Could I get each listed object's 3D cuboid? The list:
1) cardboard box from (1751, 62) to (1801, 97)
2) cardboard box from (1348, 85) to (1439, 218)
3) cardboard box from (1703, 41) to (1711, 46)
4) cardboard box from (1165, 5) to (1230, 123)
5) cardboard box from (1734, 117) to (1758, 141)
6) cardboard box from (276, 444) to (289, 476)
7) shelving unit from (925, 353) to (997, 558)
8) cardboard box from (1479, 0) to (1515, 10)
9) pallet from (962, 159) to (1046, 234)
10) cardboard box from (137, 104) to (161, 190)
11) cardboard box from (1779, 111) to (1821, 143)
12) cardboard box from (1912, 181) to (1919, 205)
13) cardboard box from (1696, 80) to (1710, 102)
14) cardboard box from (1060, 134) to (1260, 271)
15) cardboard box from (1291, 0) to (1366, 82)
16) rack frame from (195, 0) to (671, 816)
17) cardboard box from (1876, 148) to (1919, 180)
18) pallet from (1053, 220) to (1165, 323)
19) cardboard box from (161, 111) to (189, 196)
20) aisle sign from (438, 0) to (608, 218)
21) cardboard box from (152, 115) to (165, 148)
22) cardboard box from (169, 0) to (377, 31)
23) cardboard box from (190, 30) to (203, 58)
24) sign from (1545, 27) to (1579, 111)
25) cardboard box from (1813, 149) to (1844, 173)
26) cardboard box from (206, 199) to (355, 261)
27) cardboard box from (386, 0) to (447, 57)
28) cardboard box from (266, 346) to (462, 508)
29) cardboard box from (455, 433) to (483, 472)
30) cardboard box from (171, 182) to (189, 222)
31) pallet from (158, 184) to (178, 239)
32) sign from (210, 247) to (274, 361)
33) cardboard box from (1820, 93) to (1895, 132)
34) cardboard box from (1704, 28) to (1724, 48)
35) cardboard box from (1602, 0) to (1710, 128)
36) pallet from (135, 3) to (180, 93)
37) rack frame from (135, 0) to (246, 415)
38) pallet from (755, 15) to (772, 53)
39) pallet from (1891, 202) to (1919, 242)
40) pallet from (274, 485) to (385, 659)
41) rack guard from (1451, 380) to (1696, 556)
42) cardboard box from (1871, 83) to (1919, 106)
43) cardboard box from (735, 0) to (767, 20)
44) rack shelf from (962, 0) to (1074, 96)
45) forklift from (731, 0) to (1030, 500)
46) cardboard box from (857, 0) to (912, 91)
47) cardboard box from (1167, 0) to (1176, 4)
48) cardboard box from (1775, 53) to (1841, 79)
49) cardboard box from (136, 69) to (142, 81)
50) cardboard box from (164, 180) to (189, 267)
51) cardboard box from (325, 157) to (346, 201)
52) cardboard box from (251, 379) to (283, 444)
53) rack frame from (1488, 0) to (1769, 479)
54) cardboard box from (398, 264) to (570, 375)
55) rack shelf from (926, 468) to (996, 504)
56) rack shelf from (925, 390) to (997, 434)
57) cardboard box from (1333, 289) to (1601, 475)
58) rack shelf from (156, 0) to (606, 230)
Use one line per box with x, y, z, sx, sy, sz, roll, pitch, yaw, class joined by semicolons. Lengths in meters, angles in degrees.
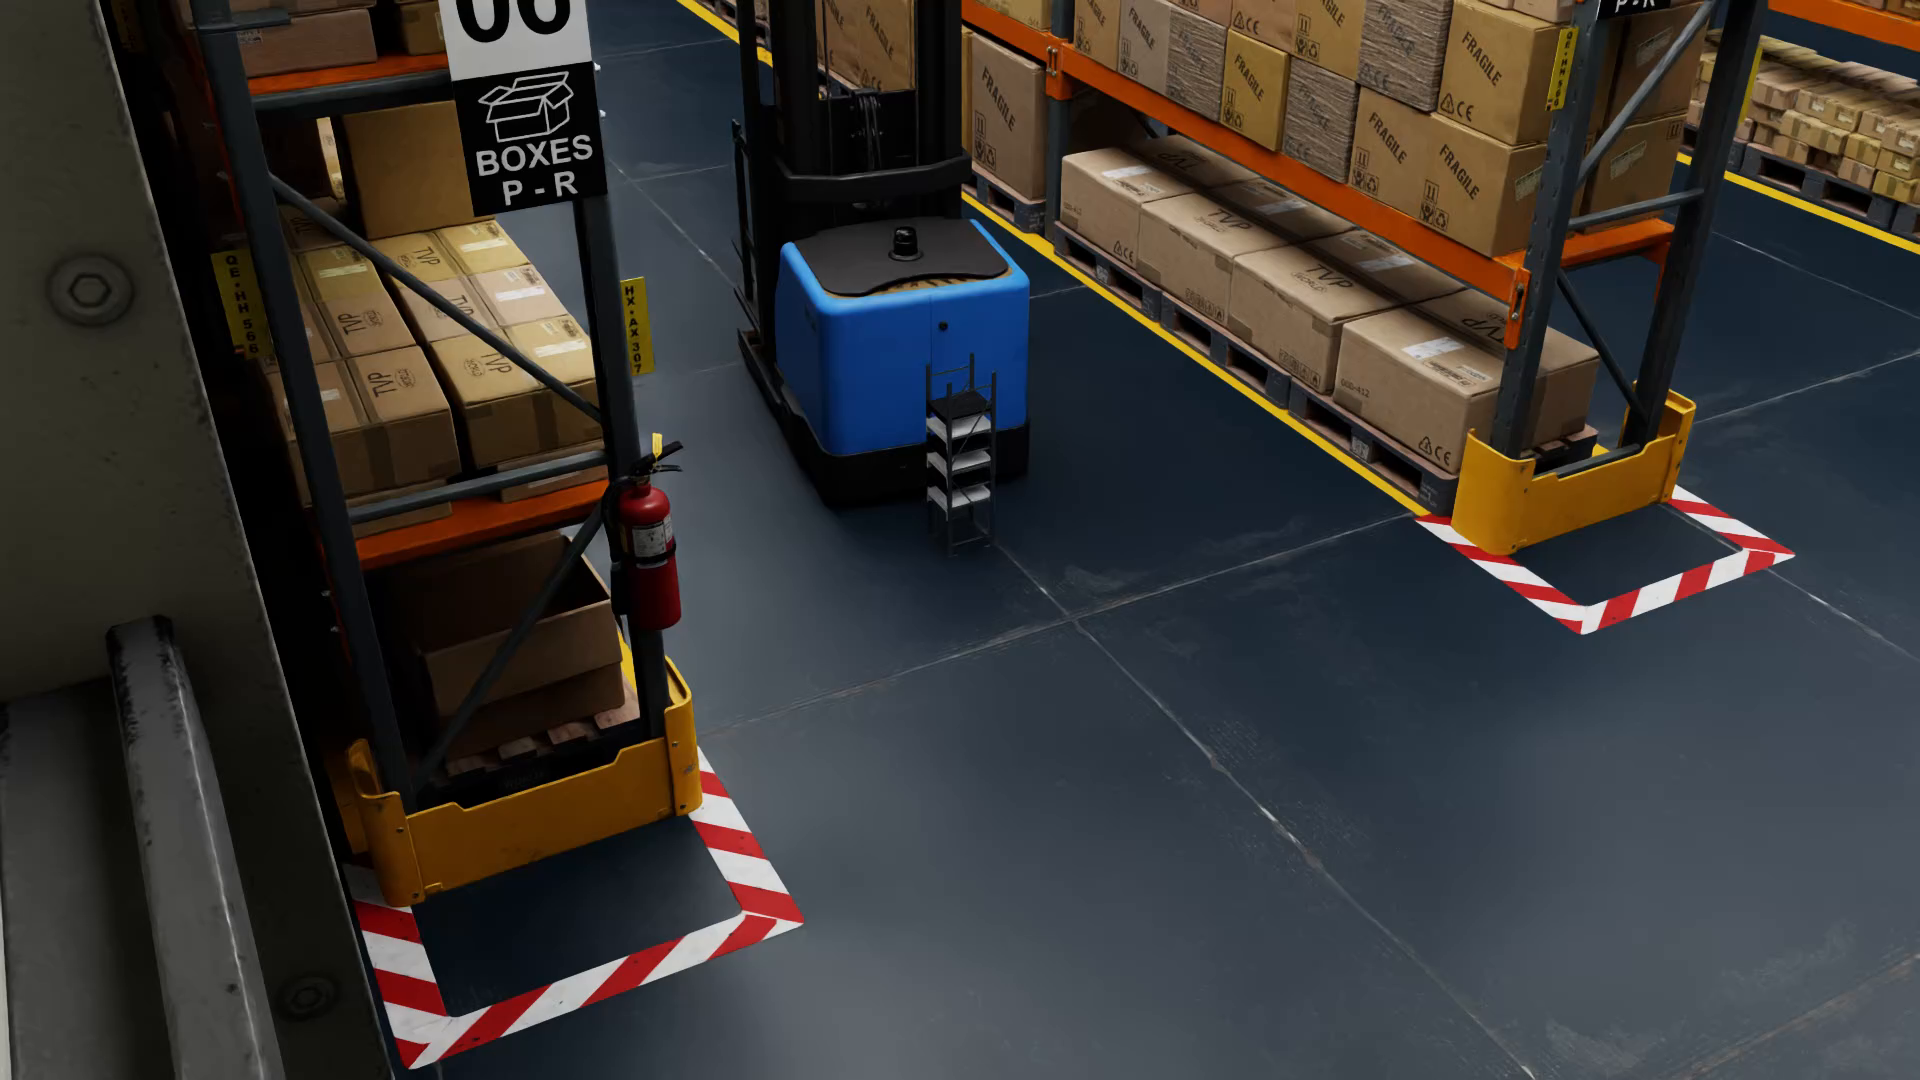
5.709;-3.255;11.772;0.380;0.149;0.250;-17;36;-24;cardboard box
2.206;-1.865;7.808;0.500;0.500;0.500;-17;36;-24;cardboard box
5.330;-3.629;12.355;0.380;0.149;0.250;-14;35;-21;cardboard box
1.465;-2.597;8.950;0.500;0.500;0.500;-16;36;-23;cardboard box
5.687;-2.999;11.924;0.380;0.149;0.250;-17;36;-24;cardboard box
-3.068;-0.469;7.975;0.380;0.149;0.250;-16;36;-24;cardboard box
0.004;-0.375;7.521;0.258;0.900;0.210;-16;36;-23;shelving unit
2.402;-2.388;7.096;0.380;0.149;0.250;-15;36;-22;cardboard box
0.594;-2.500;11.476;1.003;0.211;1.213;-16;36;-23;pallet
-5.074;-2.597;10.971;0.500;0.500;0.500;-16;36;-23;cardboard box
5.874;-2.858;11.428;0.380;0.149;0.250;-16;36;-23;cardboard box
6.405;-2.244;10.745;0.380;0.149;0.250;-15;36;-23;cardboard box
5.581;-3.261;12.057;0.380;0.149;0.250;-16;36;-23;cardboard box
1.218;-2.096;10.247;0.875;0.438;0.875;-16;36;-24;cardboard box
1.953;-2.528;7.916;0.500;0.500;0.500;-16;36;-23;cardboard box
-1.504;-0.166;5.248;1.000;3.000;0.127;-16;36;-23;rack frame
6.222;-2.483;10.842;0.380;0.149;0.250;-15;36;-22;cardboard box
1.306;-1.768;10.334;1.003;0.211;1.213;-16;36;-23;pallet
-3.377;-1.833;7.713;0.500;0.250;0.500;-16;36;-24;cardboard box
-1.212;-1.302;4.611;0.394;0.787;0.004;-16;36;-23;aisle sign
-4.770;-2.556;10.306;0.380;0.149;0.250;-17;36;-24;cardboard box
-1.952;-1.635;4.623;0.500;0.250;0.500;-17;36;-24;cardboard box
-2.035;-1.528;4.827;0.380;0.149;0.250;-15;36;-22;cardboard box
2.399;-1.873;6.620;0.100;0.325;0.005;-16;36;-23;sign
6.069;-2.625;11.340;0.380;0.149;0.250;-15;36;-22;cardboard box
-2.663;-1.114;6.591;0.500;0.250;0.500;-16;36;-23;cardboard box
-1.447;-1.534;4.835;0.380;0.149;0.250;-15;36;-22;cardboard box
-1.953;-0.381;5.447;0.500;0.250;0.500;-15;36;-22;cardboard box
-1.574;-0.396;5.840;0.380;0.149;0.250;-15;36;-22;cardboard box
-4.187;-1.929;9.326;0.380;0.149;0.250;-18;37;-25;cardboard box
-4.919;-2.444;11.388;1.003;0.211;1.213;-16;36;-23;pallet
-2.004;-0.656;4.647;0.100;0.325;0.005;-16;36;-23;sign
6.036;-2.876;11.181;0.380;0.149;0.250;-16;36;-23;cardboard box
5.749;-3.741;12.530;0.380;0.149;0.250;-15;36;-22;cardboard box
2.914;-2.180;7.372;0.500;0.500;0.500;-17;36;-24;cardboard box
-4.323;-2.976;9.812;1.003;0.211;1.213;-16;36;-23;pallet
-3.369;-2.075;8.227;1.000;3.000;0.127;-16;36;-23;rack frame
-1.207;-4.433;14.493;1.003;0.211;1.213;-16;36;-23;pallet
6.835;-1.968;10.646;1.003;0.211;1.213;-16;36;-23;pallet
-2.477;0.010;7.558;1.003;0.211;1.213;-16;36;-23;pallet
2.897;-0.352;7.856;1.175;0.500;0.348;-16;36;-23;rack guard
6.441;-2.991;11.359;0.380;0.149;0.250;-16;36;-23;cardboard box
-1.450;-4.927;14.725;0.950;0.372;0.625;-17;36;-24;cardboard box
0.088;-3.977;11.863;1.077;0.370;4.000;-16;36;-23;rack shelf
-0.610;-2.215;8.510;1.130;2.935;3.031;-10;34;-16;forklift
-0.184;-3.739;12.405;0.875;0.875;0.875;-15;36;-23;cardboard box
1.258;-3.257;9.054;0.500;0.500;0.500;-16;36;-24;cardboard box
6.077;-3.368;11.949;0.380;0.149;0.250;-15;35;-22;cardboard box
-5.266;-3.054;11.082;0.380;0.149;0.250;-14;35;-21;cardboard box
-4.328;-1.851;9.806;0.500;0.500;0.500;-18;37;-25;cardboard box
-2.448;-1.478;7.160;0.500;0.250;0.500;-16;36;-23;cardboard box
-2.328;-0.503;6.007;0.380;0.149;0.250;-16;36;-23;cardboard box
2.886;-1.416;7.199;1.000;3.000;0.127;-16;36;-23;rack frame
-1.712;-0.753;6.027;0.500;0.250;0.500;-15;36;-23;cardboard box
0.004;-0.271;7.587;0.258;0.077;0.200;-16;36;-23;rack shelf
0.004;-0.574;7.393;0.258;0.077;0.200;-16;36;-23;rack shelf
2.489;-0.804;8.230;0.875;0.438;0.875;-17;36;-25;cardboard box
-2.436;-2.080;6.123;1.077;0.370;4.000;-16;36;-23;rack shelf
